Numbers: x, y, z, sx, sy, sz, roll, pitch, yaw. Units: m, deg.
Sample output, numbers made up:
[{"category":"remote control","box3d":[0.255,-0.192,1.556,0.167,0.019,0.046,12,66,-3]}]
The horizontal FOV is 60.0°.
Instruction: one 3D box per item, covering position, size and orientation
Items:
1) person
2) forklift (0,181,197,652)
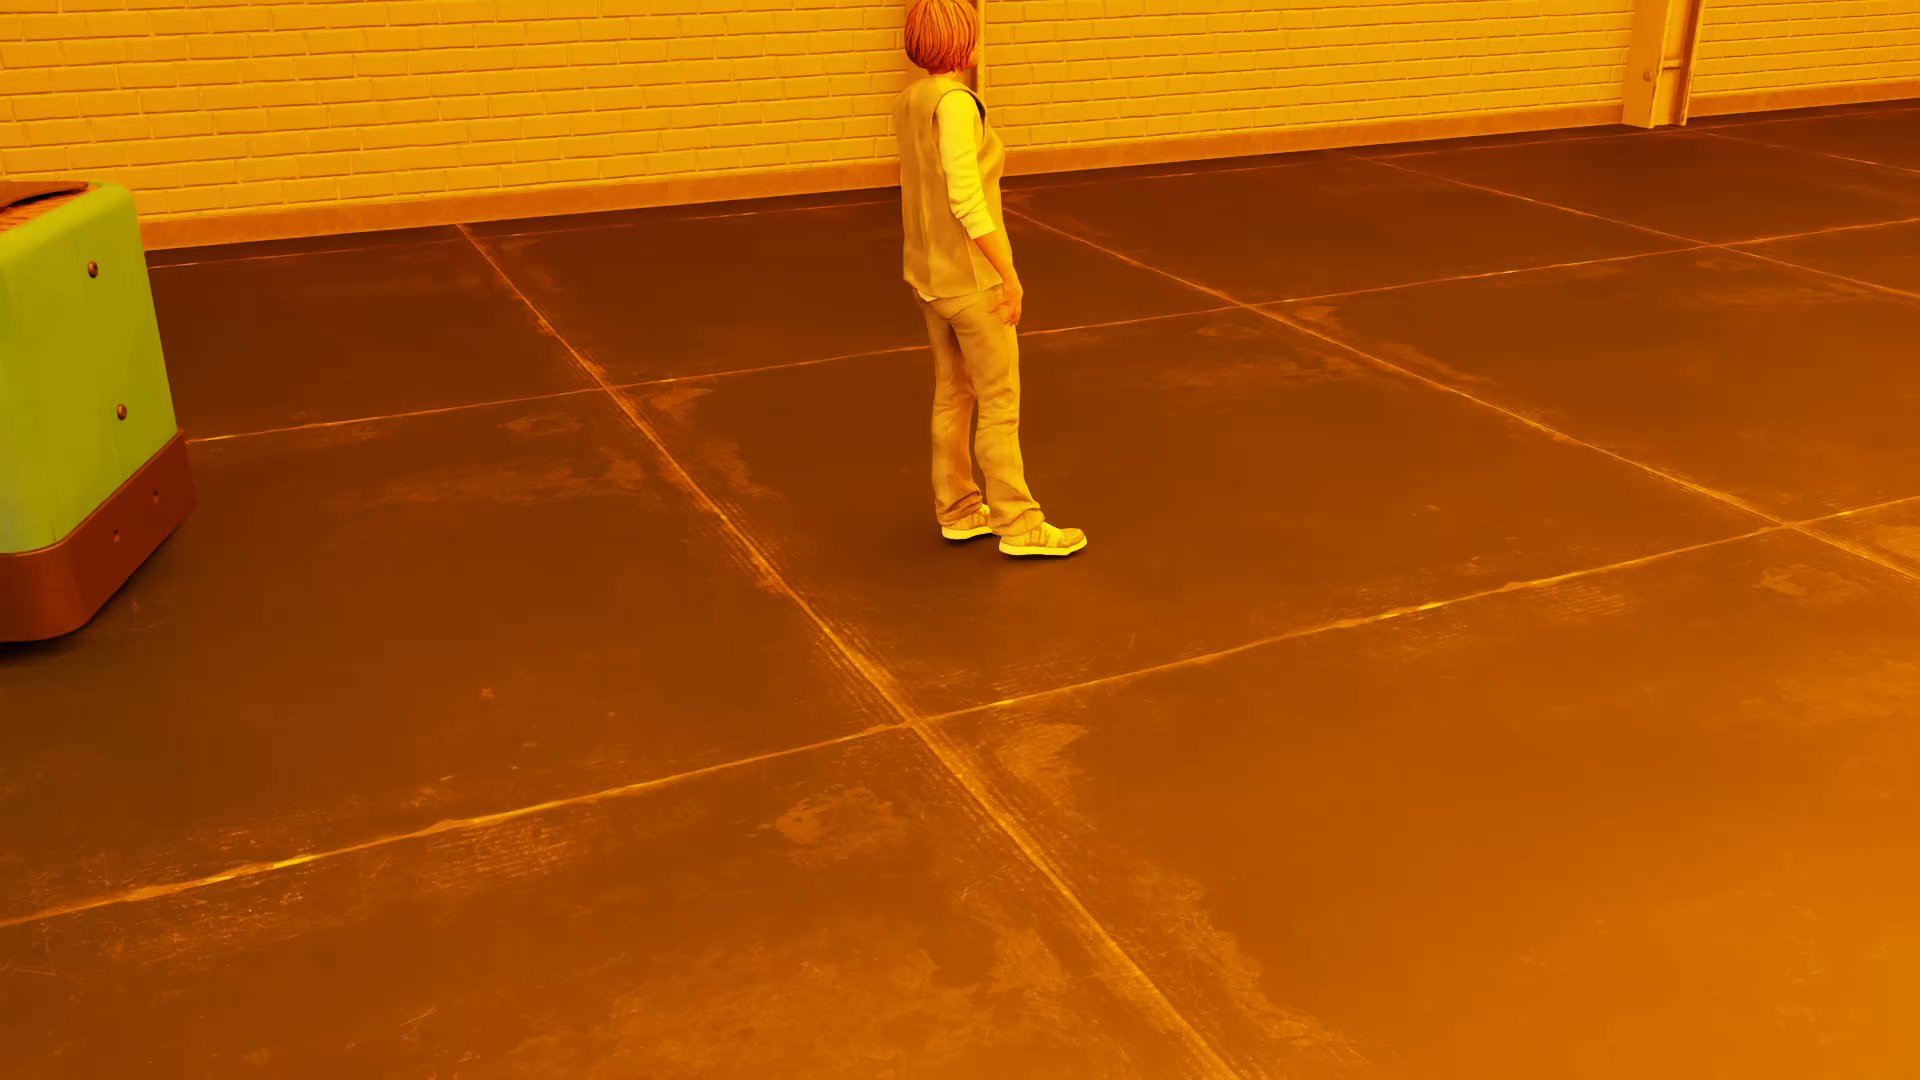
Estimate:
[{"category":"person","box3d":[0.073,-0.751,4.814,0.475,1.597,0.520,-10,25,-23]},{"category":"forklift","box3d":[-3.851,-1.181,4.129,3.031,2.935,1.130,-2,23,-4]}]
